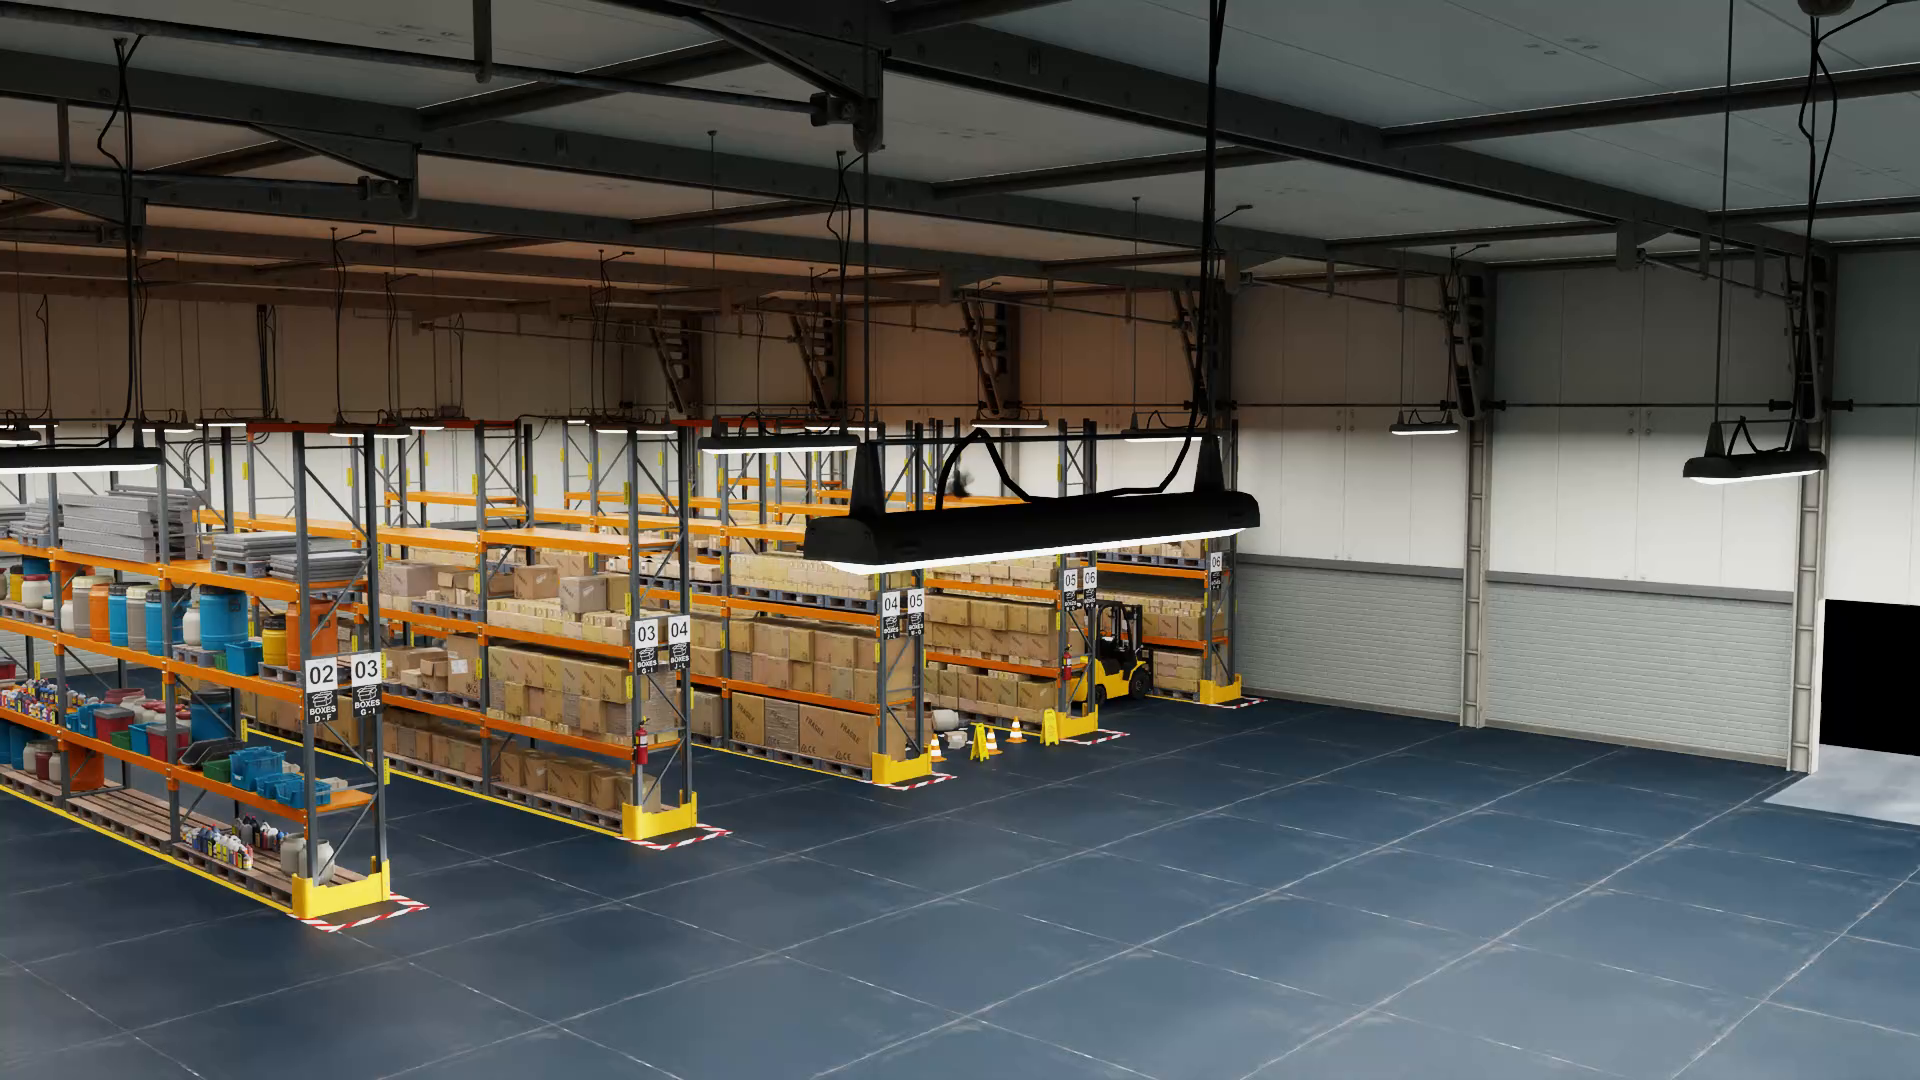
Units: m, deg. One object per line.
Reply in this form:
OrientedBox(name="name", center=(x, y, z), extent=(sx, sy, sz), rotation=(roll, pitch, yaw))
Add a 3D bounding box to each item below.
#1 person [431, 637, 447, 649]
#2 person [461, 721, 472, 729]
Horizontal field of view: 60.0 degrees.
OrientedBox(name="person", center=(-12.502, 2.192, 40.052), extent=(0.865, 1.735, 0.718), rotation=(0, 5, 6))
OrientedBox(name="person", center=(-9.285, 2.958, 31.508), extent=(0.676, 1.607, 0.510), rotation=(3, 6, 36))
